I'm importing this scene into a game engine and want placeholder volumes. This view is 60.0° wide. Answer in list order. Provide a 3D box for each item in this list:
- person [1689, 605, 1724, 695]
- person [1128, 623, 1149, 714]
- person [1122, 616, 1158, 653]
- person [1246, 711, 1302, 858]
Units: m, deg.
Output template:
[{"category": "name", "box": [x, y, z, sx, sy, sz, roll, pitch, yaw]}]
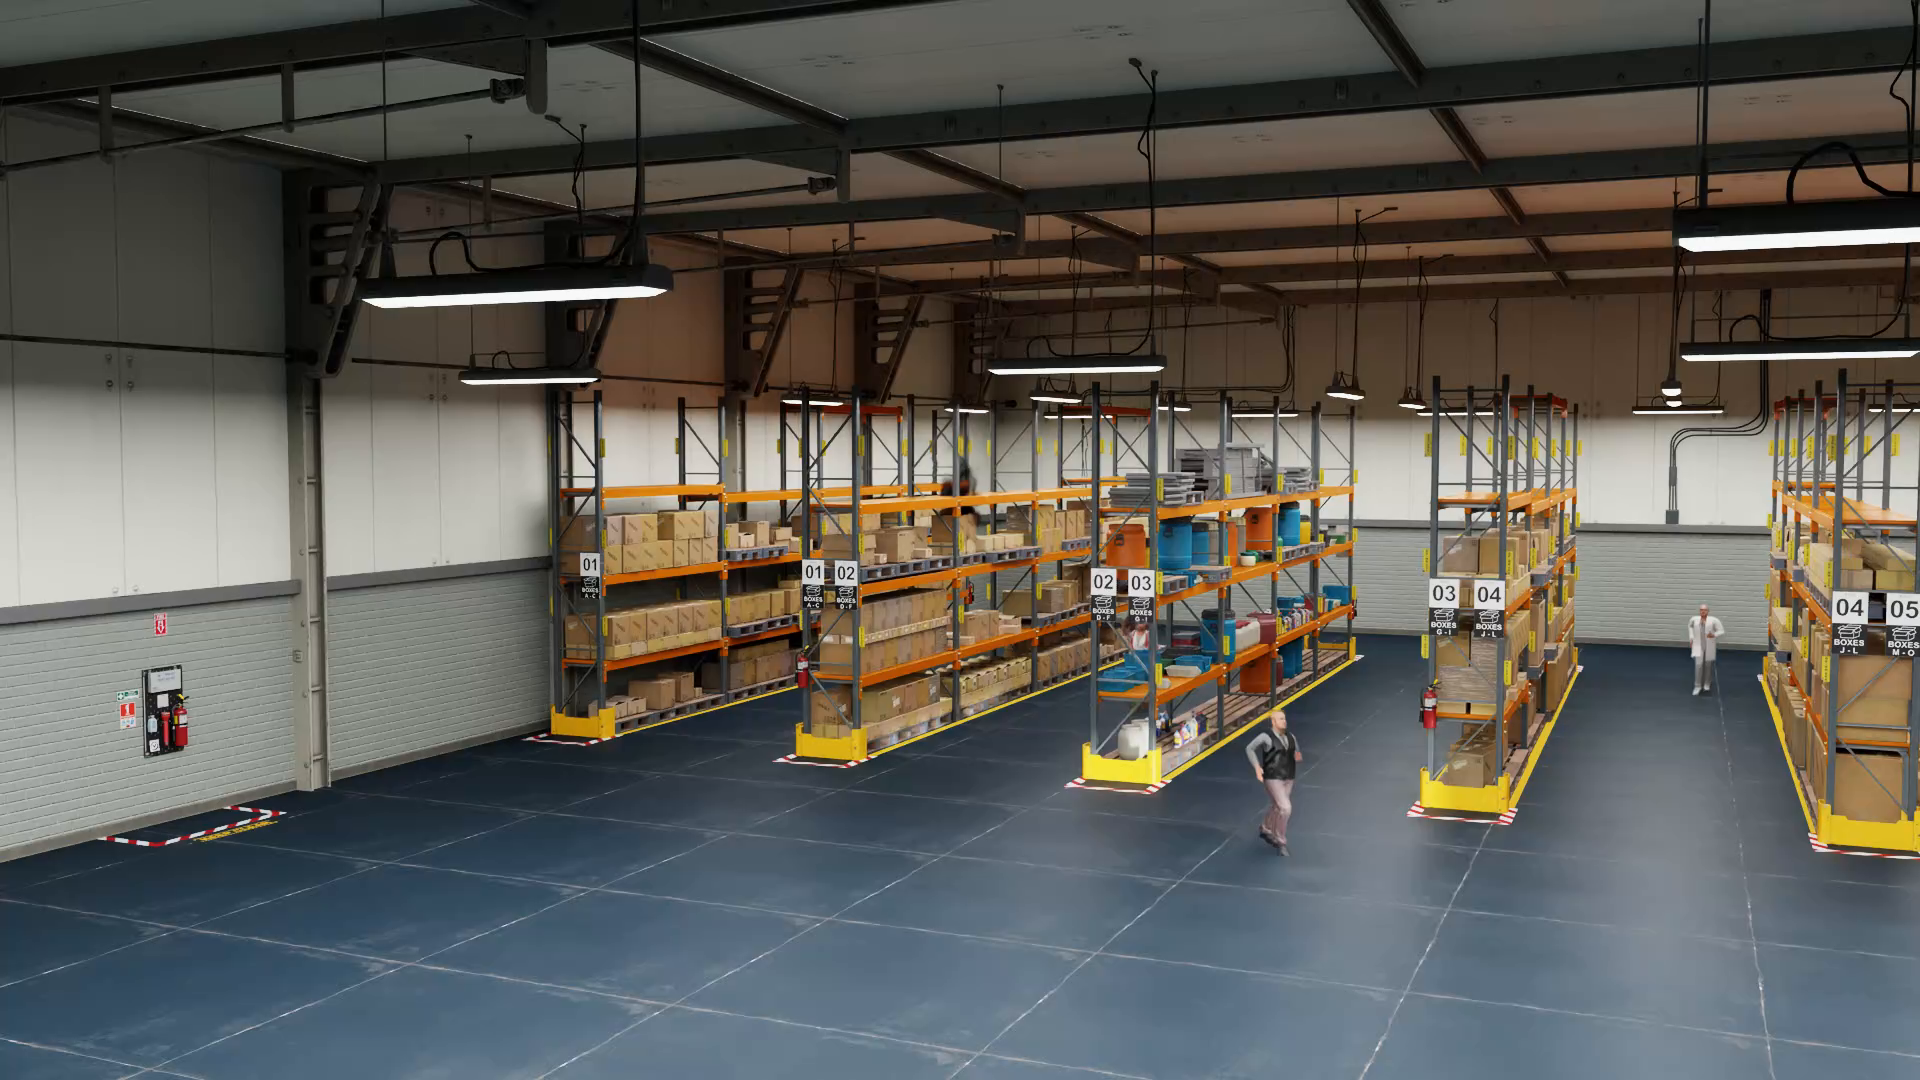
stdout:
[{"category": "person", "box": [15.177, 2.215, 33.848, 0.691, 1.805, 0.972, 2, 4, 28]}, {"category": "person", "box": [3.442, 2.363, 31.580, 0.639, 1.840, 0.758, 1, 3, 23]}, {"category": "person", "box": [3.787, 2.183, 35.084, 0.736, 1.786, 0.890, 1, 3, 16]}, {"category": "person", "box": [3.939, 3.010, 20.592, 0.629, 1.784, 0.764, -2, 4, -35]}]
